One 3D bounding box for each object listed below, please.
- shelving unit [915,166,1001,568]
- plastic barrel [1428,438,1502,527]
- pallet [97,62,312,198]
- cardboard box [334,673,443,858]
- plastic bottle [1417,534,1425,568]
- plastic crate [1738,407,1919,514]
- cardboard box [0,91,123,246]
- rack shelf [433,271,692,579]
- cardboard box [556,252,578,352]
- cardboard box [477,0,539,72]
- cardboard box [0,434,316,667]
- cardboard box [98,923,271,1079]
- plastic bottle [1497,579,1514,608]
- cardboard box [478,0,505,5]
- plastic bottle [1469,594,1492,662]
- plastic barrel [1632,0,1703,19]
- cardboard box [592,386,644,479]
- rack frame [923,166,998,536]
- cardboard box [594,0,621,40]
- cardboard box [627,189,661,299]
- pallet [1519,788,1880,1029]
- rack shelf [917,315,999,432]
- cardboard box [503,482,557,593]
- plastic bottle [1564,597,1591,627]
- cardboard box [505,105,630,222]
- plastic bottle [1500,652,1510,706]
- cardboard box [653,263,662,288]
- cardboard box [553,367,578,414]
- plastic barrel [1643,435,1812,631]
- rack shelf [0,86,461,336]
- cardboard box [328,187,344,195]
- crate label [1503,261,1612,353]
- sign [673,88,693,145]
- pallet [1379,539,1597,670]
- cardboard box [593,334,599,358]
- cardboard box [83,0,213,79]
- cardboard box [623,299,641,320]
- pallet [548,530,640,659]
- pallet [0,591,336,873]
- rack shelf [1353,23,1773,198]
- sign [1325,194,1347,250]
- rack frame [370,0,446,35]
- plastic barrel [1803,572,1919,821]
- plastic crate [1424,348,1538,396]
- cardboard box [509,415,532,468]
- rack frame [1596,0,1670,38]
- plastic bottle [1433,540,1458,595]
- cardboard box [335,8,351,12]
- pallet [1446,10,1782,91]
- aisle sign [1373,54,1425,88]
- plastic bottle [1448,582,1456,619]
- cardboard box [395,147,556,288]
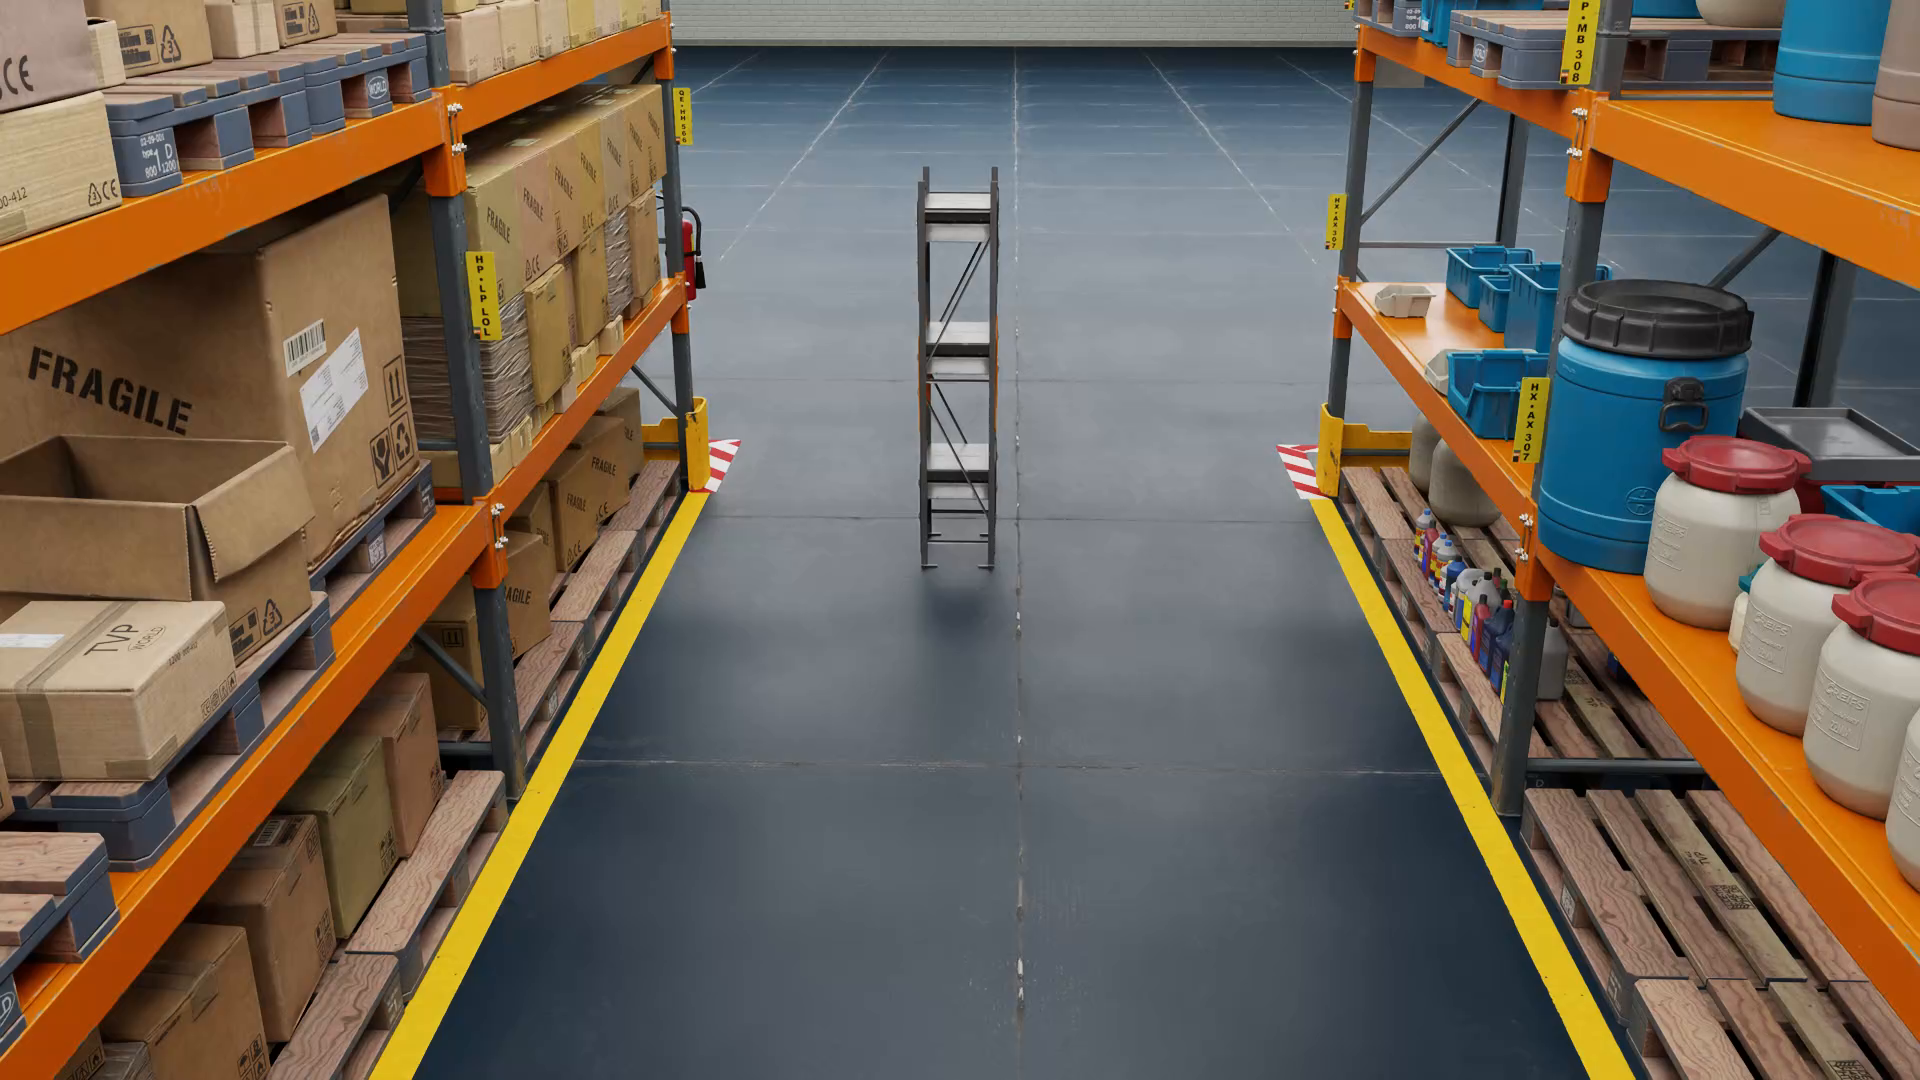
[{"bbox_3d":[-0.005,-0.919,8.995,0.431,2.100,0.503,1,21,2],"label":"shelving unit"},{"bbox_3d":[2.819,-0.363,9.178,0.421,0.512,0.421,0,21,0],"label":"plastic barrel"},{"bbox_3d":[-2.449,-1.070,4.252,1.213,0.211,1.003,1,21,2],"label":"pallet"},{"bbox_3d":[-2.335,0.826,6.100,0.700,0.500,0.500,-1,21,-3],"label":"cardboard box"},{"bbox_3d":[2.408,0.042,8.535,0.097,0.201,0.097,0,21,0],"label":"plastic bottle"},{"bbox_3d":[2.947,-0.153,5.687,0.402,0.464,0.583,1,21,2],"label":"plastic crate"},{"bbox_3d":[-2.126,-0.777,3.445,0.500,0.250,0.500,1,21,3],"label":"cardboard box"},{"bbox_3d":[-2.234,-0.743,8.293,1.077,0.370,4.000,1,21,2],"label":"rack shelf"},{"bbox_3d":[-2.255,-1.065,7.578,0.875,0.500,0.500,1,21,2],"label":"cardboard box"},{"bbox_3d":[-2.014,-2.035,6.689,0.500,0.250,0.500,0,21,1],"label":"cardboard box"},{"bbox_3d":[-2.255,0.028,4.586,0.797,0.503,0.637,3,21,7],"label":"cardboard box"},{"bbox_3d":[-2.402,1.403,4.615,0.700,0.500,0.500,2,21,6],"label":"cardboard box"},{"bbox_3d":[2.506,0.330,7.680,0.061,0.283,0.133,1,21,2],"label":"plastic bottle"},{"bbox_3d":[-2.007,-2.179,6.509,0.380,0.149,0.250,1,21,2],"label":"cardboard box"},{"bbox_3d":[2.356,0.395,7.511,0.061,0.283,0.133,2,21,5],"label":"plastic bottle"},{"bbox_3d":[2.793,-2.488,6.374,0.600,0.901,0.708,1,21,2],"label":"plastic barrel"},{"bbox_3d":[-2.209,-0.607,9.821,0.500,0.500,0.500,5,22,12],"label":"cardboard box"},{"bbox_3d":[0.002,-1.007,9.222,0.400,2.100,0.015,1,21,2],"label":"rack frame"},{"bbox_3d":[-1.970,-2.588,8.112,0.500,0.250,0.500,1,21,3],"label":"cardboard box"},{"bbox_3d":[-2.113,-1.607,8.974,0.875,0.500,0.500,1,21,2],"label":"cardboard box"},{"bbox_3d":[2.671,1.283,5.930,1.003,0.211,1.213,1,21,2],"label":"pallet"},{"bbox_3d":[-0.005,-0.906,9.000,0.431,0.518,0.480,1,21,2],"label":"rack shelf"},{"bbox_3d":[-2.293,0.037,8.162,0.500,0.500,0.500,-1,21,-3],"label":"cardboard box"},{"bbox_3d":[2.965,0.262,7.865,0.152,0.276,0.135,1,21,2],"label":"plastic bottle"},{"bbox_3d":[-1.970,-1.890,8.322,0.500,0.500,0.500,1,21,2],"label":"cardboard box"},{"bbox_3d":[2.341,0.582,7.028,0.061,0.283,0.133,2,21,4],"label":"plastic bottle"},{"bbox_3d":[-1.976,-1.580,9.800,0.380,0.149,0.250,1,21,2],"label":"cardboard box"},{"bbox_3d":[-1.940,-0.674,7.468,0.380,0.149,0.250,1,21,2],"label":"cardboard box"},{"bbox_3d":[2.407,-0.021,5.249,0.433,0.535,0.433,0,21,0],"label":"plastic barrel"},{"bbox_3d":[-2.356,-0.696,4.023,1.077,0.370,4.000,1,21,2],"label":"rack shelf"},{"bbox_3d":[-2.556,-1.173,6.473,0.500,0.500,0.500,1,21,2],"label":"cardboard box"},{"bbox_3d":[2.992,-1.096,8.157,0.502,0.435,0.616,1,21,2],"label":"crate label"},{"bbox_3d":[-1.619,-2.476,9.725,0.100,0.325,0.005,1,21,2],"label":"sign"},{"bbox_3d":[2.752,0.314,8.428,1.003,0.211,1.213,1,21,2],"label":"pallet"},{"bbox_3d":[-1.993,-0.946,8.169,0.380,0.149,0.250,1,21,2],"label":"cardboard box"},{"bbox_3d":[-2.436,-1.489,4.349,0.797,0.503,0.637,1,21,4],"label":"cardboard box"},{"bbox_3d":[-1.963,-1.308,9.101,0.380,0.149,0.250,1,21,2],"label":"cardboard box"},{"bbox_3d":[-2.276,0.259,8.570,1.003,0.211,1.213,1,21,2],"label":"pallet"},{"bbox_3d":[-2.397,0.464,4.452,1.003,0.211,1.213,1,21,2],"label":"pallet"},{"bbox_3d":[2.717,-2.087,7.610,1.077,0.370,4.000,1,21,2],"label":"rack shelf"},{"bbox_3d":[2.228,-1.884,9.856,0.100,0.325,0.005,1,21,2],"label":"sign"},{"bbox_3d":[-2.295,-3.153,5.214,1.000,3.000,0.127,1,21,2],"label":"rack frame"},{"bbox_3d":[2.372,0.401,4.162,0.433,0.535,0.433,0,21,0],"label":"plastic barrel"},{"bbox_3d":[2.452,-0.768,7.727,0.530,0.136,0.437,1,21,2],"label":"plastic crate"},{"bbox_3d":[-1.967,-0.403,6.769,0.380,0.149,0.250,1,21,2],"label":"cardboard box"},{"bbox_3d":[2.656,-3.098,5.073,1.000,3.000,0.127,1,21,2],"label":"rack frame"},{"bbox_3d":[2.397,0.132,8.207,0.097,0.271,0.097,0,21,0],"label":"plastic bottle"},{"bbox_3d":[-2.542,-1.852,6.216,0.500,0.250,0.500,1,21,4],"label":"cardboard box"},{"bbox_3d":[2.580,-1.874,6.325,1.213,0.211,1.003,1,21,2],"label":"pallet"},{"bbox_3d":[2.487,-2.989,9.491,0.394,0.787,0.004,1,21,2],"label":"aisle sign"},{"bbox_3d":[2.388,0.274,7.935,0.097,0.201,0.097,0,21,0],"label":"plastic bottle"},{"bbox_3d":[-2.013,-1.348,6.924,0.500,0.500,0.500,1,21,2],"label":"cardboard box"}]
